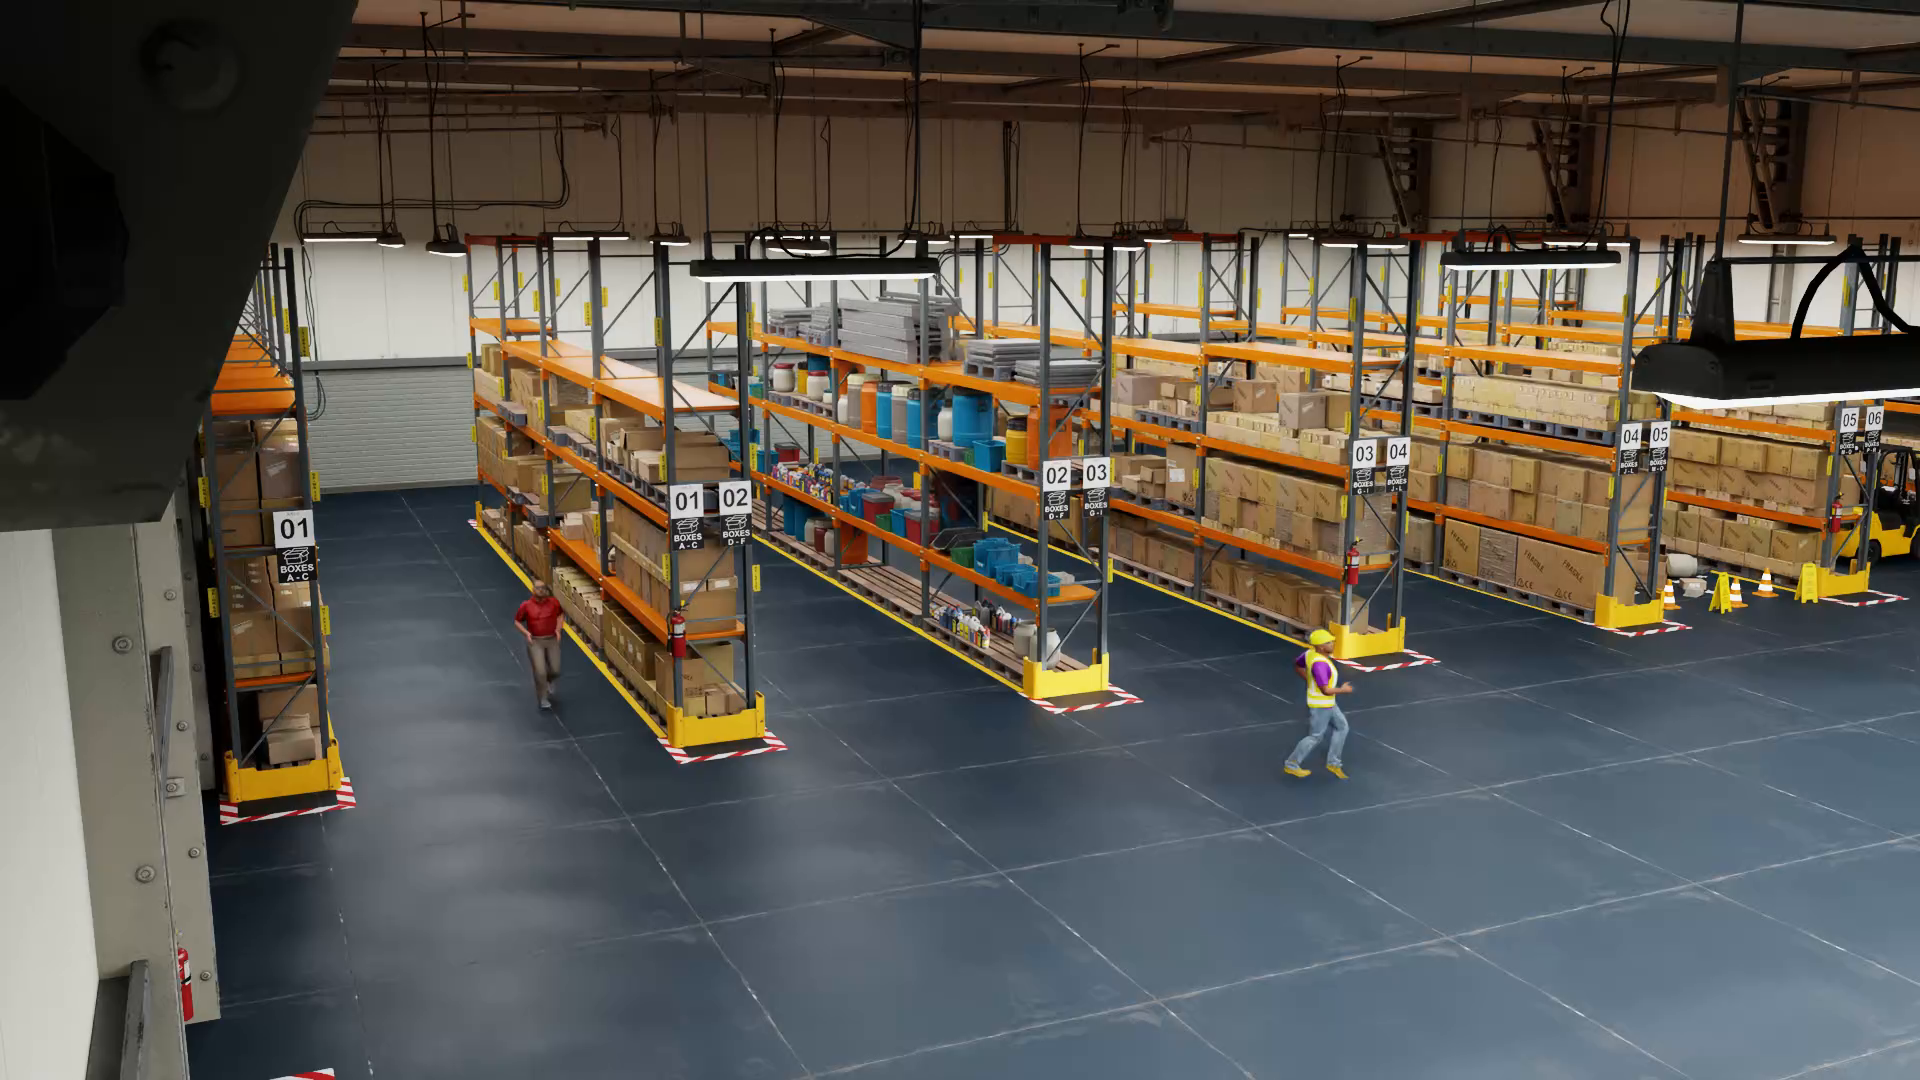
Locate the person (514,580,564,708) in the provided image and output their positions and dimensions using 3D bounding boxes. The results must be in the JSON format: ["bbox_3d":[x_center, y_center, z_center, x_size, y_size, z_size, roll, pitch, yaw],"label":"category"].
[{"bbox_3d":[-5.482,1.342,21.797,0.661,1.673,0.628,-5,12,-26],"label":"person"}]

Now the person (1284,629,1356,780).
[{"bbox_3d":[4.091,1.885,18.900,0.757,1.802,0.707,2,11,9],"label":"person"}]
